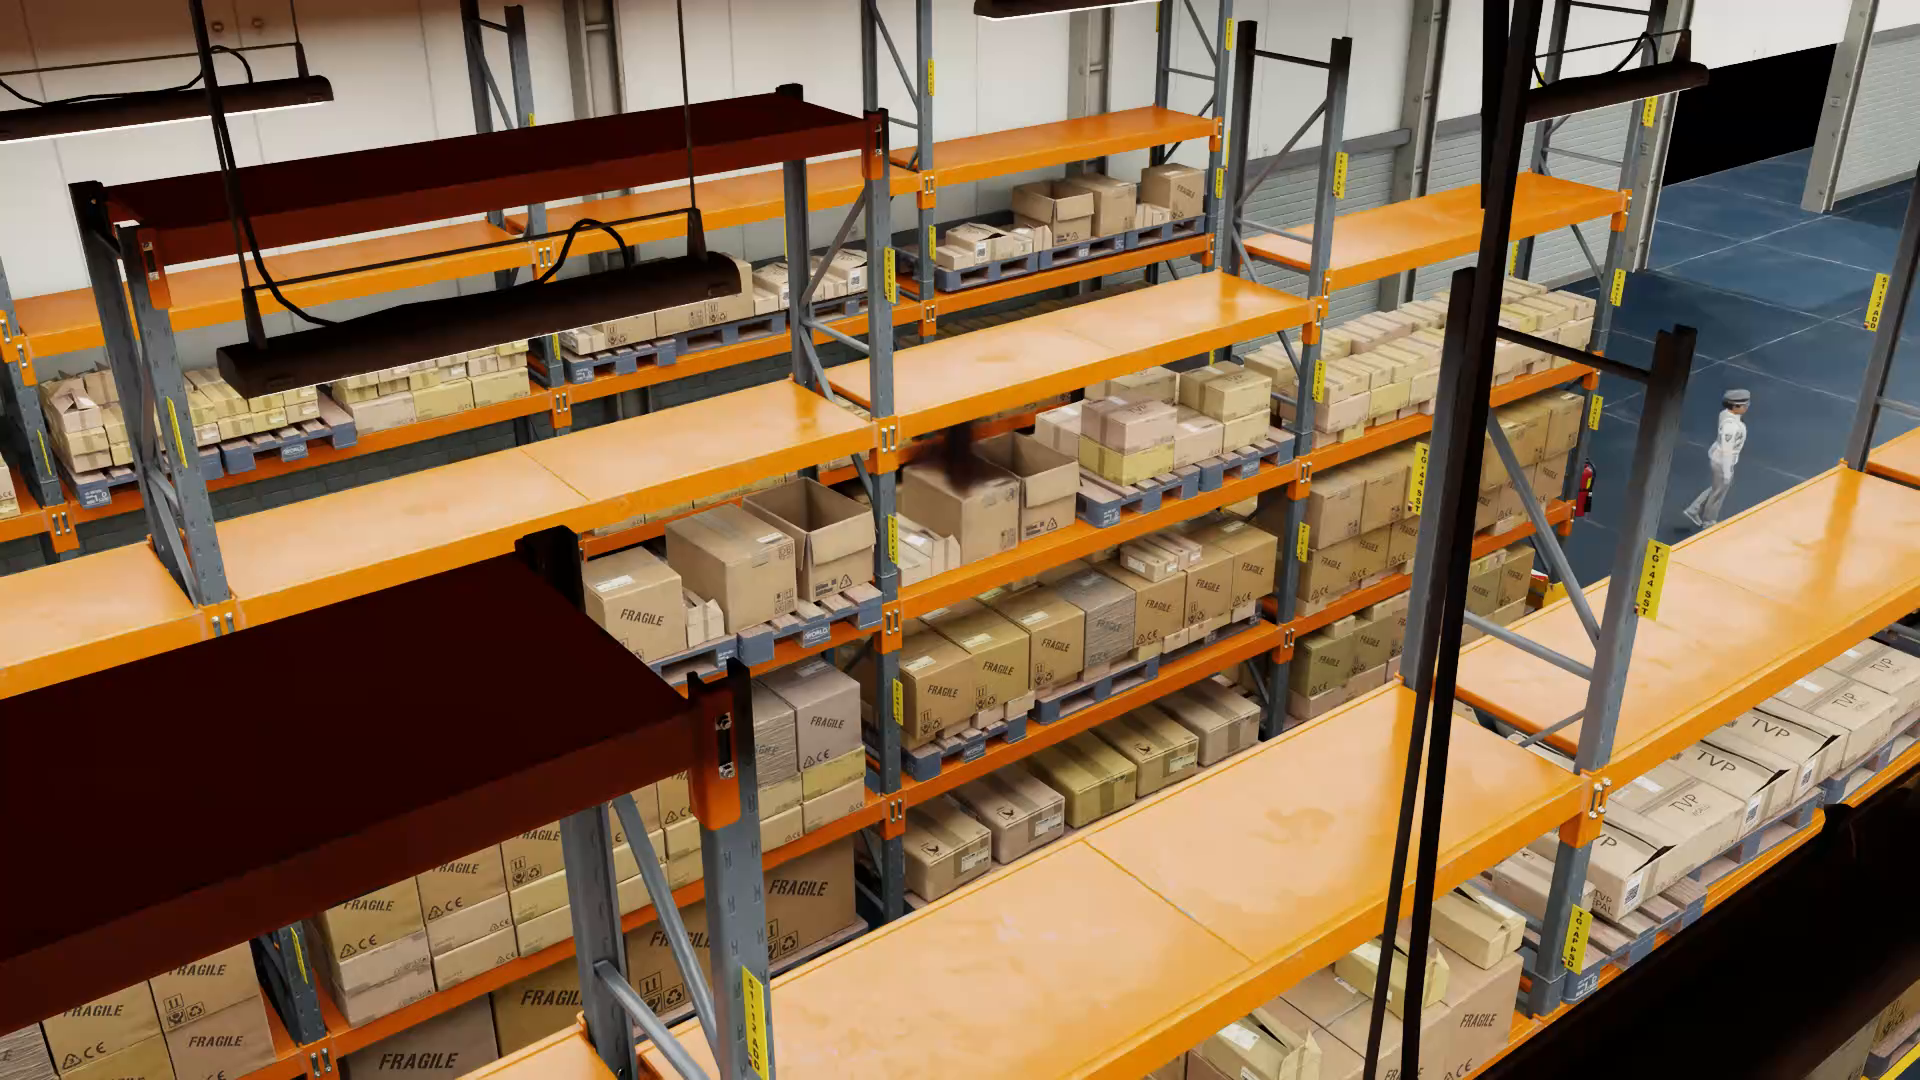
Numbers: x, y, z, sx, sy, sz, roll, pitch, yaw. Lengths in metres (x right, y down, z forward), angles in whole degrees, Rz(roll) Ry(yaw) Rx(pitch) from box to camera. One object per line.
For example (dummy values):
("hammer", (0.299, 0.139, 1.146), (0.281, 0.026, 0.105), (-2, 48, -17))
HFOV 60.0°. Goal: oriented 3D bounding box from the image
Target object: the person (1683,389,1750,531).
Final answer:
("person", (8.196, -0.834, 17.927), (0.481, 1.683, 0.519), (8, 27, 16))
